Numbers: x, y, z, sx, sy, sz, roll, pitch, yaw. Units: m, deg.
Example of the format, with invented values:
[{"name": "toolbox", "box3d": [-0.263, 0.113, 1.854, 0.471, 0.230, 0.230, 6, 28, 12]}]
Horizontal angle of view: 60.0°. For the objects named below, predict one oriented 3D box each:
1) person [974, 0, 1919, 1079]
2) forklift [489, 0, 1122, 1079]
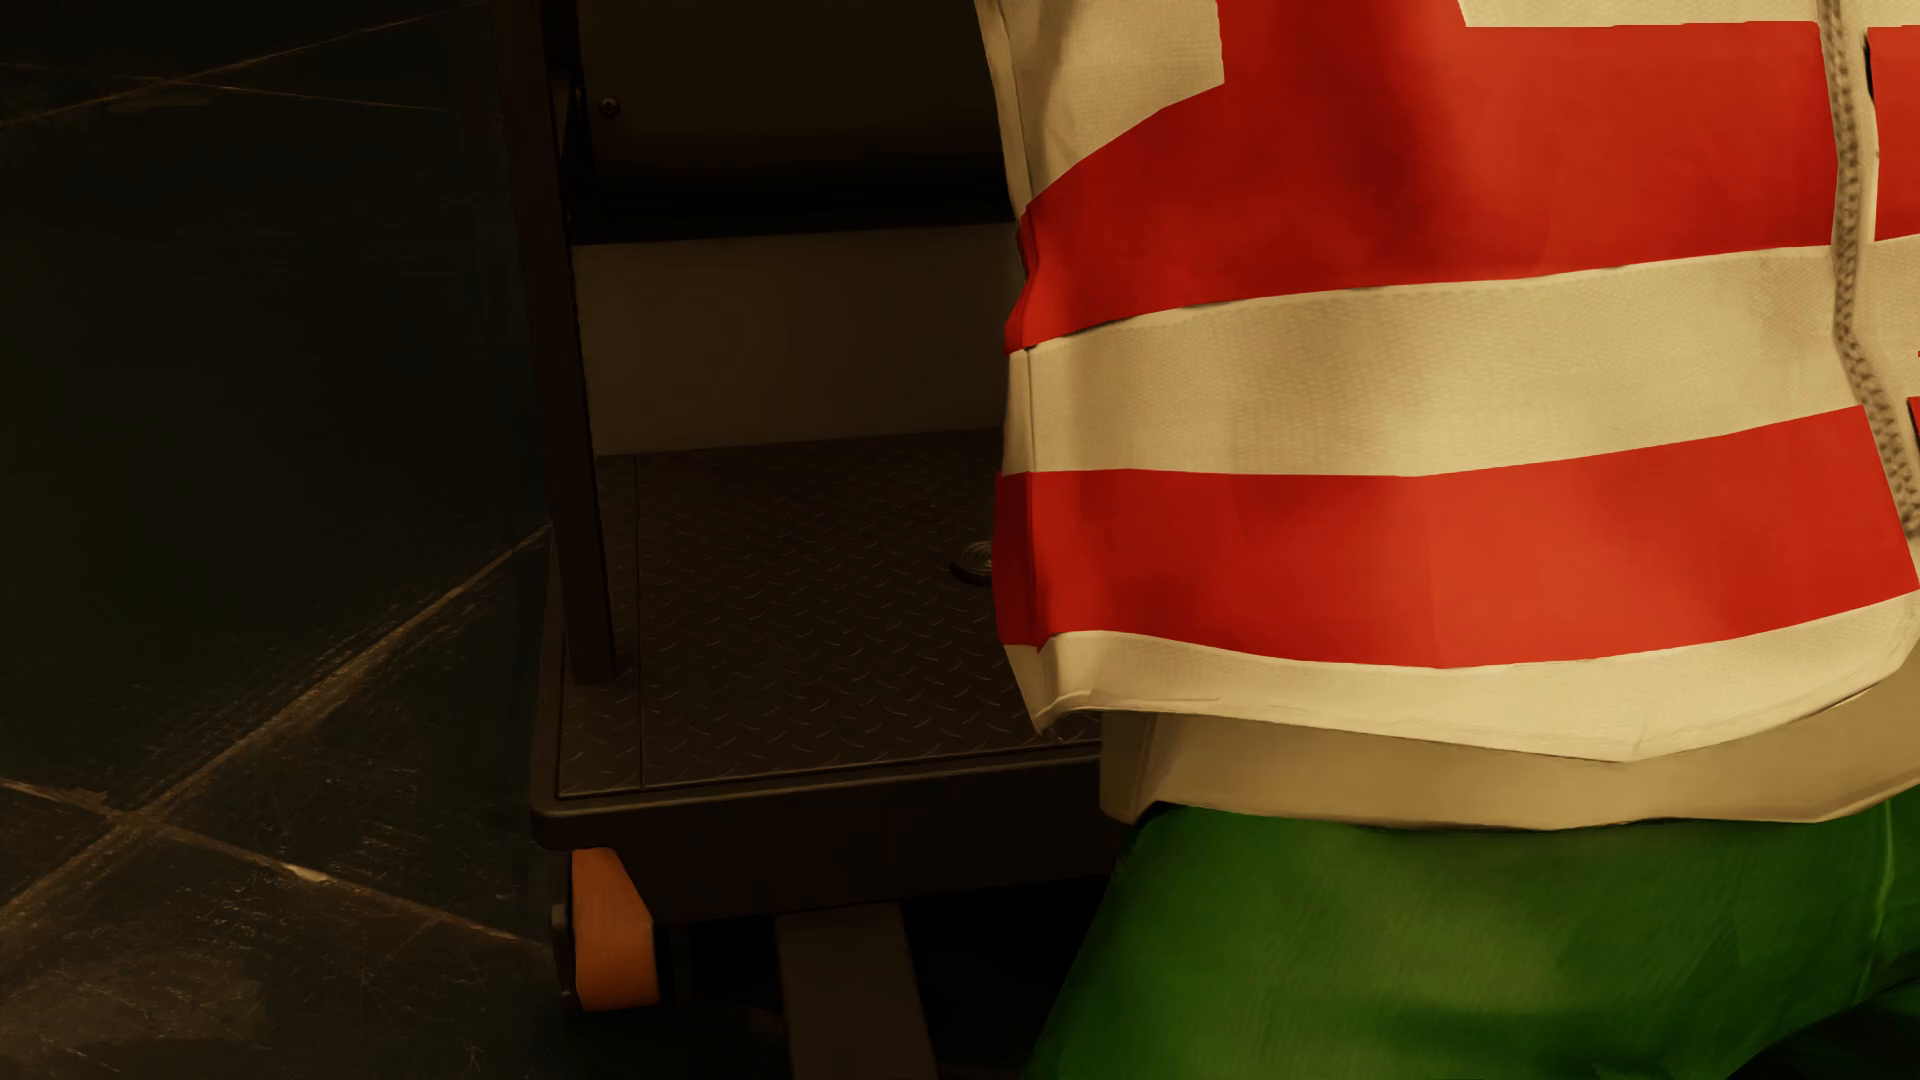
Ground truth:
[{"name": "person", "box3d": [0.078, 0.069, 0.620, 1.073, 1.504, 0.731, -16, 31, -28]}, {"name": "forklift", "box3d": [0.111, -1.027, 1.294, 1.130, 2.935, 3.031, -5, 28, -9]}]
